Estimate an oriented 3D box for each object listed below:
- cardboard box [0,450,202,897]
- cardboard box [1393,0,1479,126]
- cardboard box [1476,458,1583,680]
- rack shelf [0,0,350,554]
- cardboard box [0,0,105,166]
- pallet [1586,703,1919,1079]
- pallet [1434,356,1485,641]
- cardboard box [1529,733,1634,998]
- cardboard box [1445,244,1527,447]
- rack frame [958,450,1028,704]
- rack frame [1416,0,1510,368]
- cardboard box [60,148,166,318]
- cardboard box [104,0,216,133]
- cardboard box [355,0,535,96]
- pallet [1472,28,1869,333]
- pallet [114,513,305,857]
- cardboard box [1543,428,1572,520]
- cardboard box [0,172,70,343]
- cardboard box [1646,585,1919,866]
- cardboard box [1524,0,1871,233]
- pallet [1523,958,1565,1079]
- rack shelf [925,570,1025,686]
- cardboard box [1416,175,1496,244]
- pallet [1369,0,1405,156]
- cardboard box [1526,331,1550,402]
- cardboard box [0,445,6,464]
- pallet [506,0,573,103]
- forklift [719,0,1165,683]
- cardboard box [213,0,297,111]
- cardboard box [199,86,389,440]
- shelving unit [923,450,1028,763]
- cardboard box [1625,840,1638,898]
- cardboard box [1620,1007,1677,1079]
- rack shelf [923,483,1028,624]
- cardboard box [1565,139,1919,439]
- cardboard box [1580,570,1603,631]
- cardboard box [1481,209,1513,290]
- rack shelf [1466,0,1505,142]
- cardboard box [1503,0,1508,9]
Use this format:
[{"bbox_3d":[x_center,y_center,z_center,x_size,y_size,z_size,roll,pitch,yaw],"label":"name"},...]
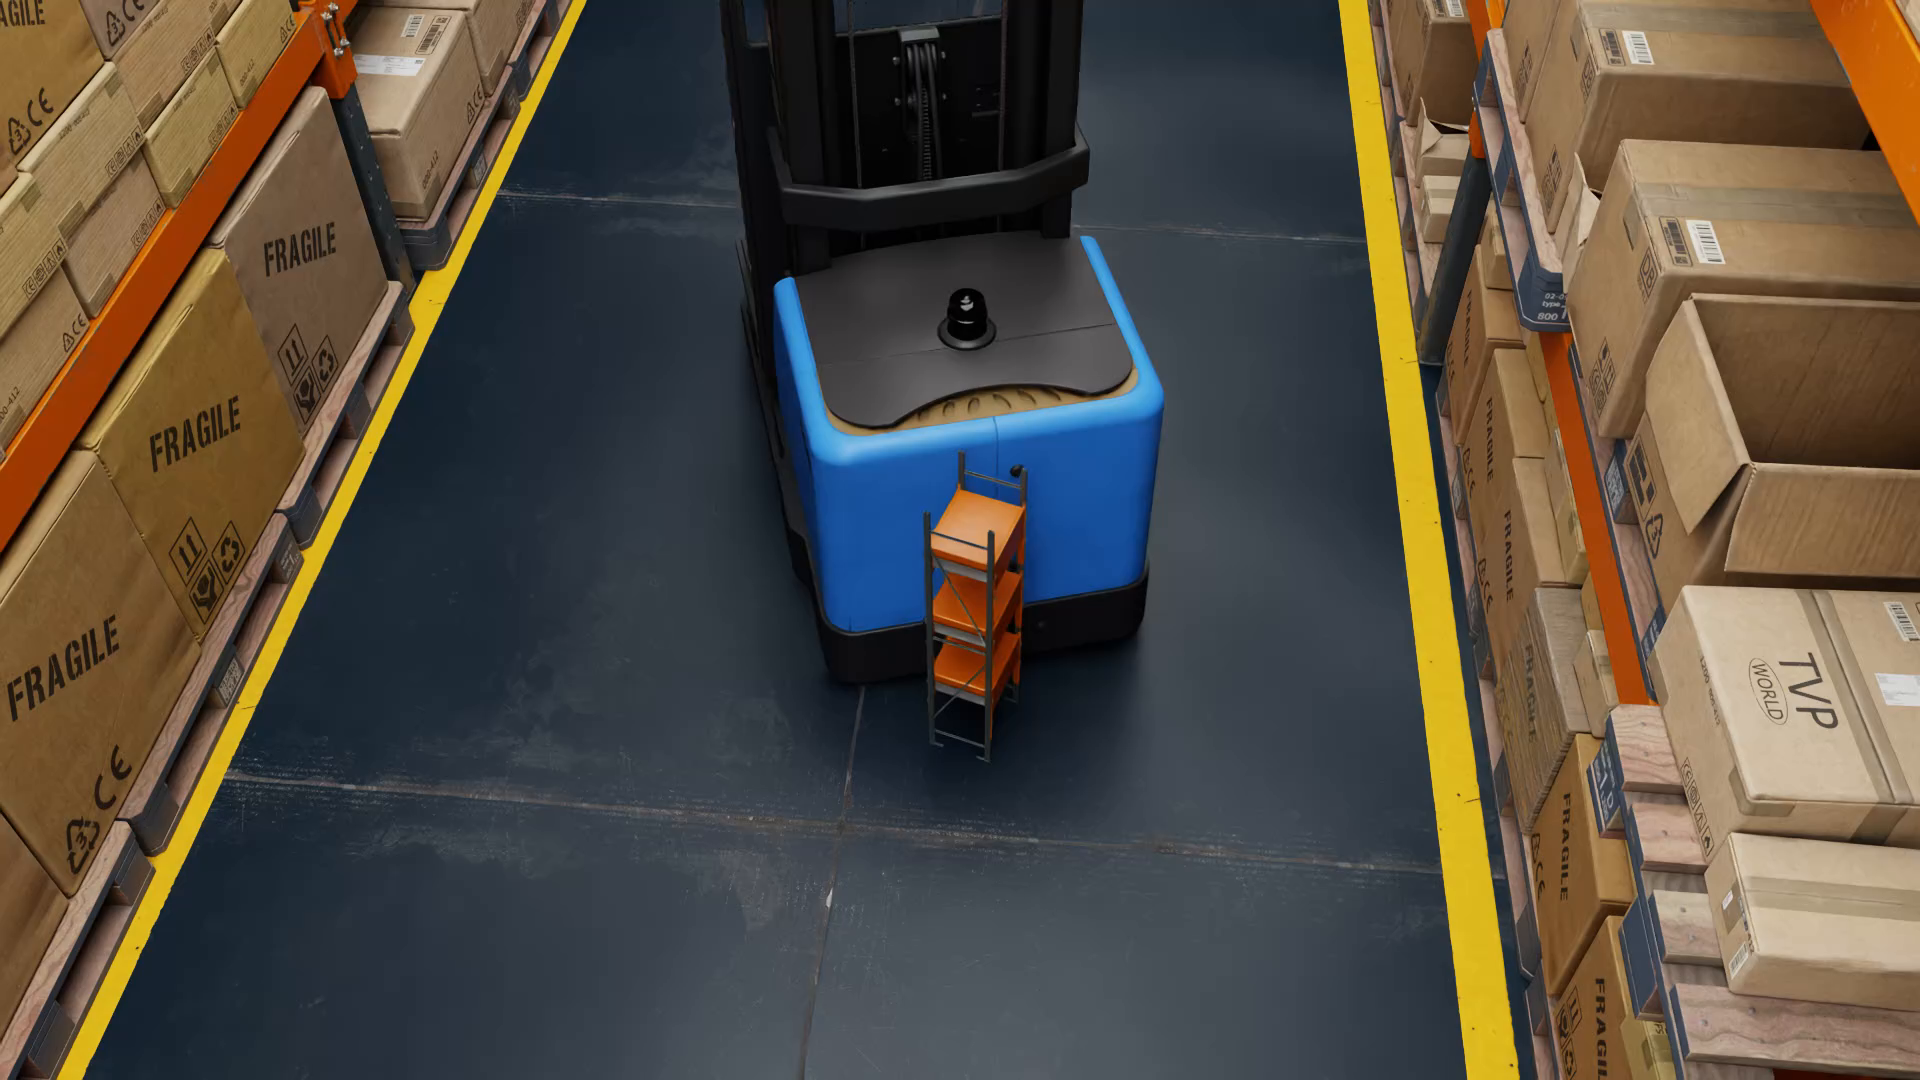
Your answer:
[{"bbox_3d":[-2.818,0.336,4.565,0.875,0.875,0.875,4,48,4],"label":"cardboard box"},{"bbox_3d":[2.262,-2.096,7.044,0.700,0.500,0.500,2,48,2],"label":"cardboard box"},{"bbox_3d":[1.902,0.111,5.025,0.500,0.500,0.500,3,48,2],"label":"cardboard box"},{"bbox_3d":[-2.867,-0.309,4.487,1.077,0.370,4.000,4,48,4],"label":"rack shelf"},{"bbox_3d":[-2.581,-1.295,4.156,0.500,0.500,0.500,5,48,5],"label":"cardboard box"},{"bbox_3d":[1.886,0.811,3.105,1.213,0.211,1.003,4,48,4],"label":"pallet"},{"bbox_3d":[2.222,-0.149,5.743,1.003,0.211,1.213,4,48,4],"label":"pallet"},{"bbox_3d":[1.820,0.874,4.327,0.500,0.500,0.500,6,48,5],"label":"cardboard box"},{"bbox_3d":[1.991,-0.648,5.719,0.500,0.500,0.500,6,48,5],"label":"cardboard box"},{"bbox_3d":[0.090,0.137,4.911,0.200,1.050,0.008,17,50,15],"label":"rack frame"},{"bbox_3d":[2.259,-1.690,5.263,1.000,3.000,0.127,4,48,4],"label":"rack frame"},{"bbox_3d":[-2.587,-0.880,4.624,0.500,0.250,0.500,3,48,2],"label":"cardboard box"},{"bbox_3d":[-2.521,-1.431,4.789,0.500,0.250,0.500,5,48,4],"label":"cardboard box"},{"bbox_3d":[-2.440,-2.410,7.373,0.875,0.438,0.875,3,48,2],"label":"cardboard box"},{"bbox_3d":[2.077,-1.045,4.803,1.003,0.211,1.213,4,48,4],"label":"pallet"},{"bbox_3d":[-2.788,0.391,5.249,1.003,0.211,1.213,4,48,4],"label":"pallet"},{"bbox_3d":[1.929,-0.180,4.851,0.380,0.149,0.250,4,48,3],"label":"cardboard box"},{"bbox_3d":[-2.592,-0.673,4.095,0.500,0.250,0.500,5,48,4],"label":"cardboard box"},{"bbox_3d":[1.668,0.361,3.204,0.500,0.250,0.500,2,48,2],"label":"cardboard box"},{"bbox_3d":[1.945,-1.144,4.412,0.700,0.500,0.500,4,48,4],"label":"cardboard box"},{"bbox_3d":[2.000,1.644,4.103,1.003,0.211,1.213,4,48,4],"label":"pallet"},{"bbox_3d":[0.044,0.228,4.843,0.215,0.259,0.240,17,50,15],"label":"rack shelf"},{"bbox_3d":[2.017,-1.299,6.552,0.380,0.149,0.250,3,48,2],"label":"cardboard box"},{"bbox_3d":[2.431,-2.152,7.576,1.003,0.211,1.213,4,48,4],"label":"pallet"},{"bbox_3d":[2.001,-0.563,5.202,0.380,0.149,0.250,2,48,2],"label":"cardboard box"},{"bbox_3d":[-2.671,-0.137,3.945,0.500,0.250,0.500,5,48,5],"label":"cardboard box"},{"bbox_3d":[-2.429,-2.532,7.923,1.003,0.211,1.213,4,48,4],"label":"pallet"},{"bbox_3d":[-0.224,-1.649,5.272,1.130,2.935,3.031,-9,48,-9],"label":"forklift"},{"bbox_3d":[-2.474,-1.624,5.304,0.500,0.250,0.500,3,48,3],"label":"cardboard box"},{"bbox_3d":[-2.661,-0.985,5.773,0.875,0.875,0.875,5,48,5],"label":"cardboard box"},{"bbox_3d":[0.044,0.221,4.836,0.215,1.050,0.252,17,50,15],"label":"shelving unit"},{"bbox_3d":[1.818,0.768,3.984,0.380,0.149,0.250,5,48,5],"label":"cardboard box"},{"bbox_3d":[1.681,1.150,3.635,0.380,0.149,0.250,2,48,2],"label":"cardboard box"},{"bbox_3d":[0.044,0.038,4.633,0.215,0.259,0.240,17,50,15],"label":"rack shelf"},{"bbox_3d":[1.873,-0.568,3.884,0.700,0.500,0.500,4,48,3],"label":"cardboard box"},{"bbox_3d":[1.909,0.203,4.502,0.380,0.149,0.250,4,48,4],"label":"cardboard box"},{"bbox_3d":[1.961,-0.961,5.566,0.380,0.149,0.250,6,48,5],"label":"cardboard box"},{"bbox_3d":[2.441,-2.917,6.873,1.077,0.370,4.000,4,48,4],"label":"rack shelf"},{"bbox_3d":[2.036,-1.857,5.585,0.380,0.149,0.250,4,48,4],"label":"cardboard box"}]
